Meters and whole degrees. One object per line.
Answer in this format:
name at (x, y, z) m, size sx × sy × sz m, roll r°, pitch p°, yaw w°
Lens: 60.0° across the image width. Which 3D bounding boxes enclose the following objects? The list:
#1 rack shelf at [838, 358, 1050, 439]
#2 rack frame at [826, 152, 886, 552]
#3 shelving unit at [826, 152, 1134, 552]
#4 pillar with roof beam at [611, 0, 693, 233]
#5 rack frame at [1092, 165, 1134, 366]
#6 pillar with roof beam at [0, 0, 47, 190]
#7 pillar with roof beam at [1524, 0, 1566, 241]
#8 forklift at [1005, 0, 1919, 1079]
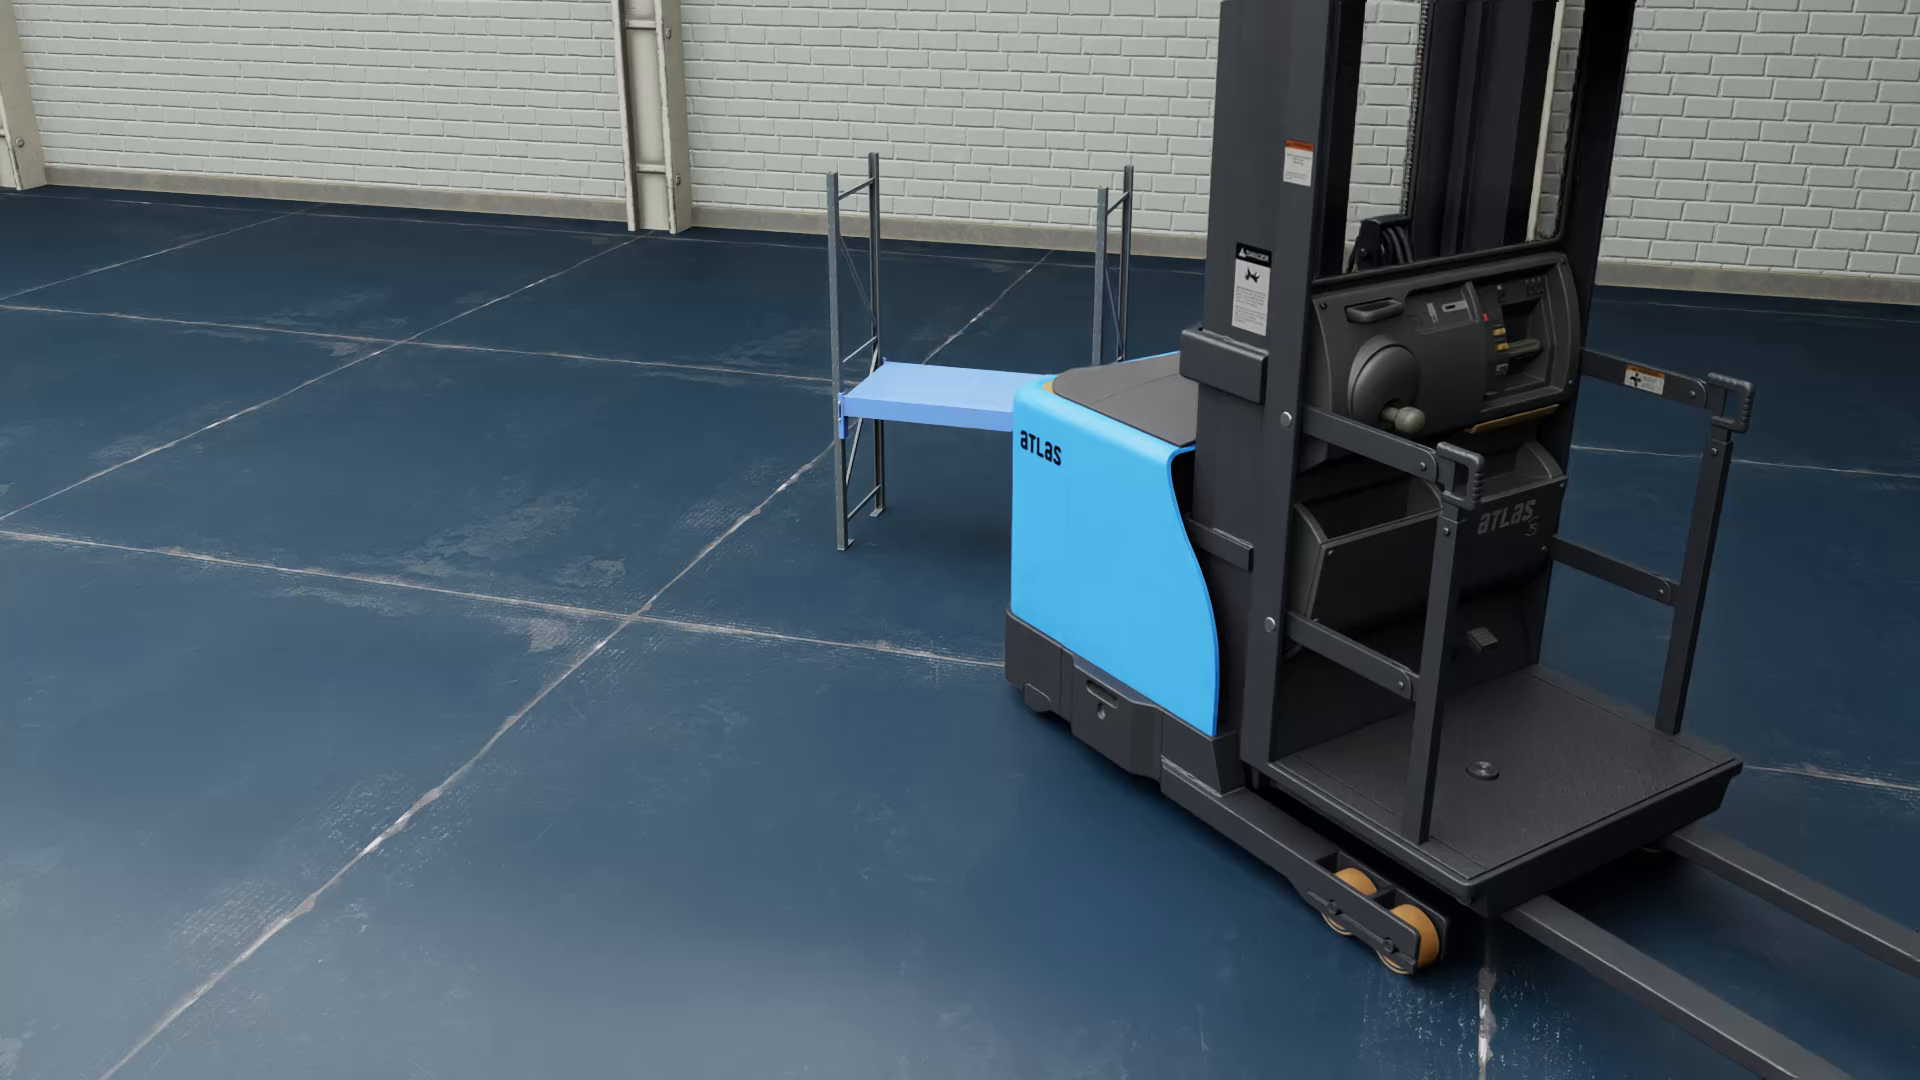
rack shelf at (0.082, -0.518, 6.531) m, size 1.000 × 0.185 × 0.538 m, roll 7°, pitch 23°, yaw 16°
rack frame at (-0.405, -0.740, 6.598) m, size 0.032 × 1.500 × 0.500 m, roll 7°, pitch 23°, yaw 16°
shelving unit at (0.082, -0.685, 6.463) m, size 1.048 × 1.500 × 0.538 m, roll 7°, pitch 23°, yaw 16°
pillar with roof beam at (-3.487, -4.943, 6.962) m, size 0.400 × 9.000 × 9.100 m, roll 7°, pitch 23°, yaw 16°
rack frame at (0.568, -0.629, 6.327) m, size 0.032 × 1.500 × 0.500 m, roll 7°, pitch 23°, yaw 16°
pillar with roof beam at (-9.231, -5.600, 8.566) m, size 0.400 × 9.000 × 9.100 m, roll 7°, pitch 23°, yaw 16°
pillar with roof beam at (2.257, -4.285, 5.359) m, size 0.400 × 9.000 × 9.100 m, roll 7°, pitch 23°, yaw 16°
forklift at (1.374, -0.483, 4.084) m, size 1.130 × 2.935 × 3.031 m, roll -14°, pitch 26°, yaw -30°
